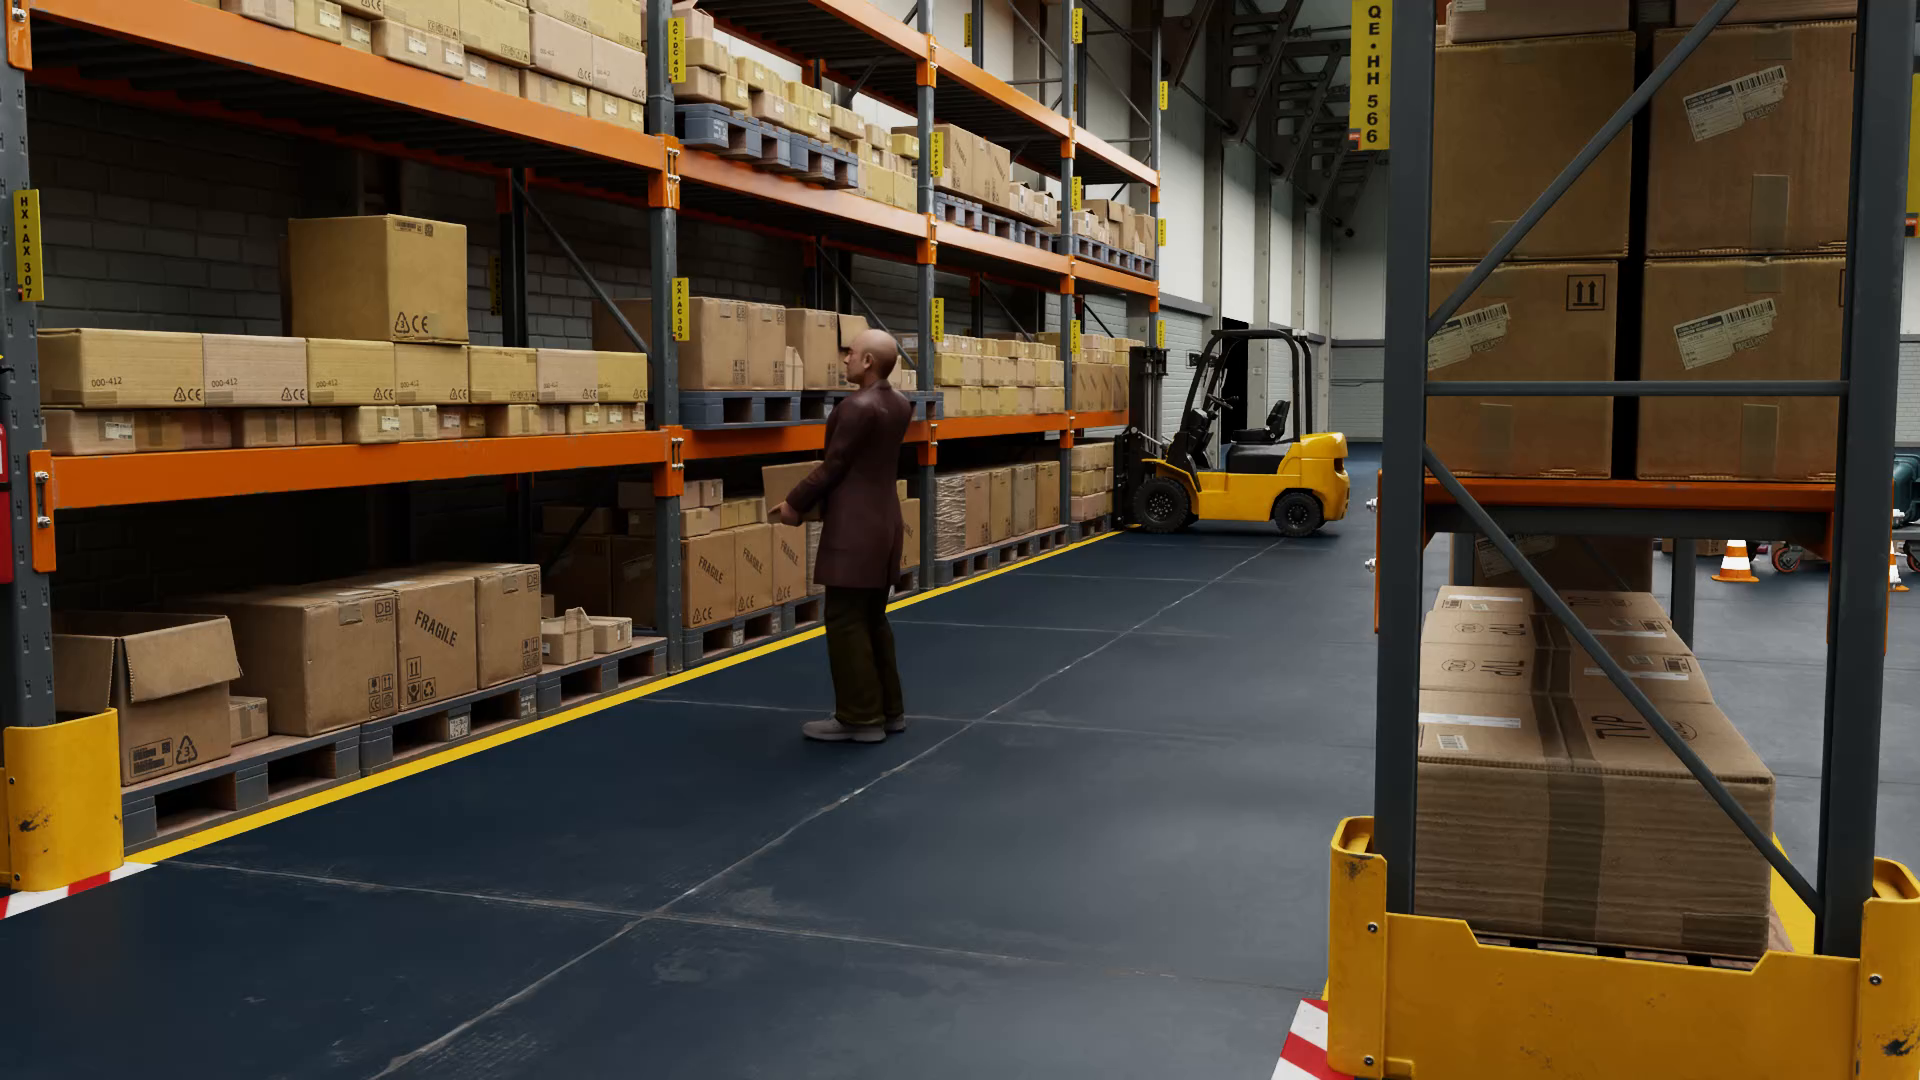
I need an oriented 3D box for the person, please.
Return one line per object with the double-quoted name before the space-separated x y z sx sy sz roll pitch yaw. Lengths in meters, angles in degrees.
"person" -0.525 -0.026 7.258 0.563 1.770 0.530 2 5 20
